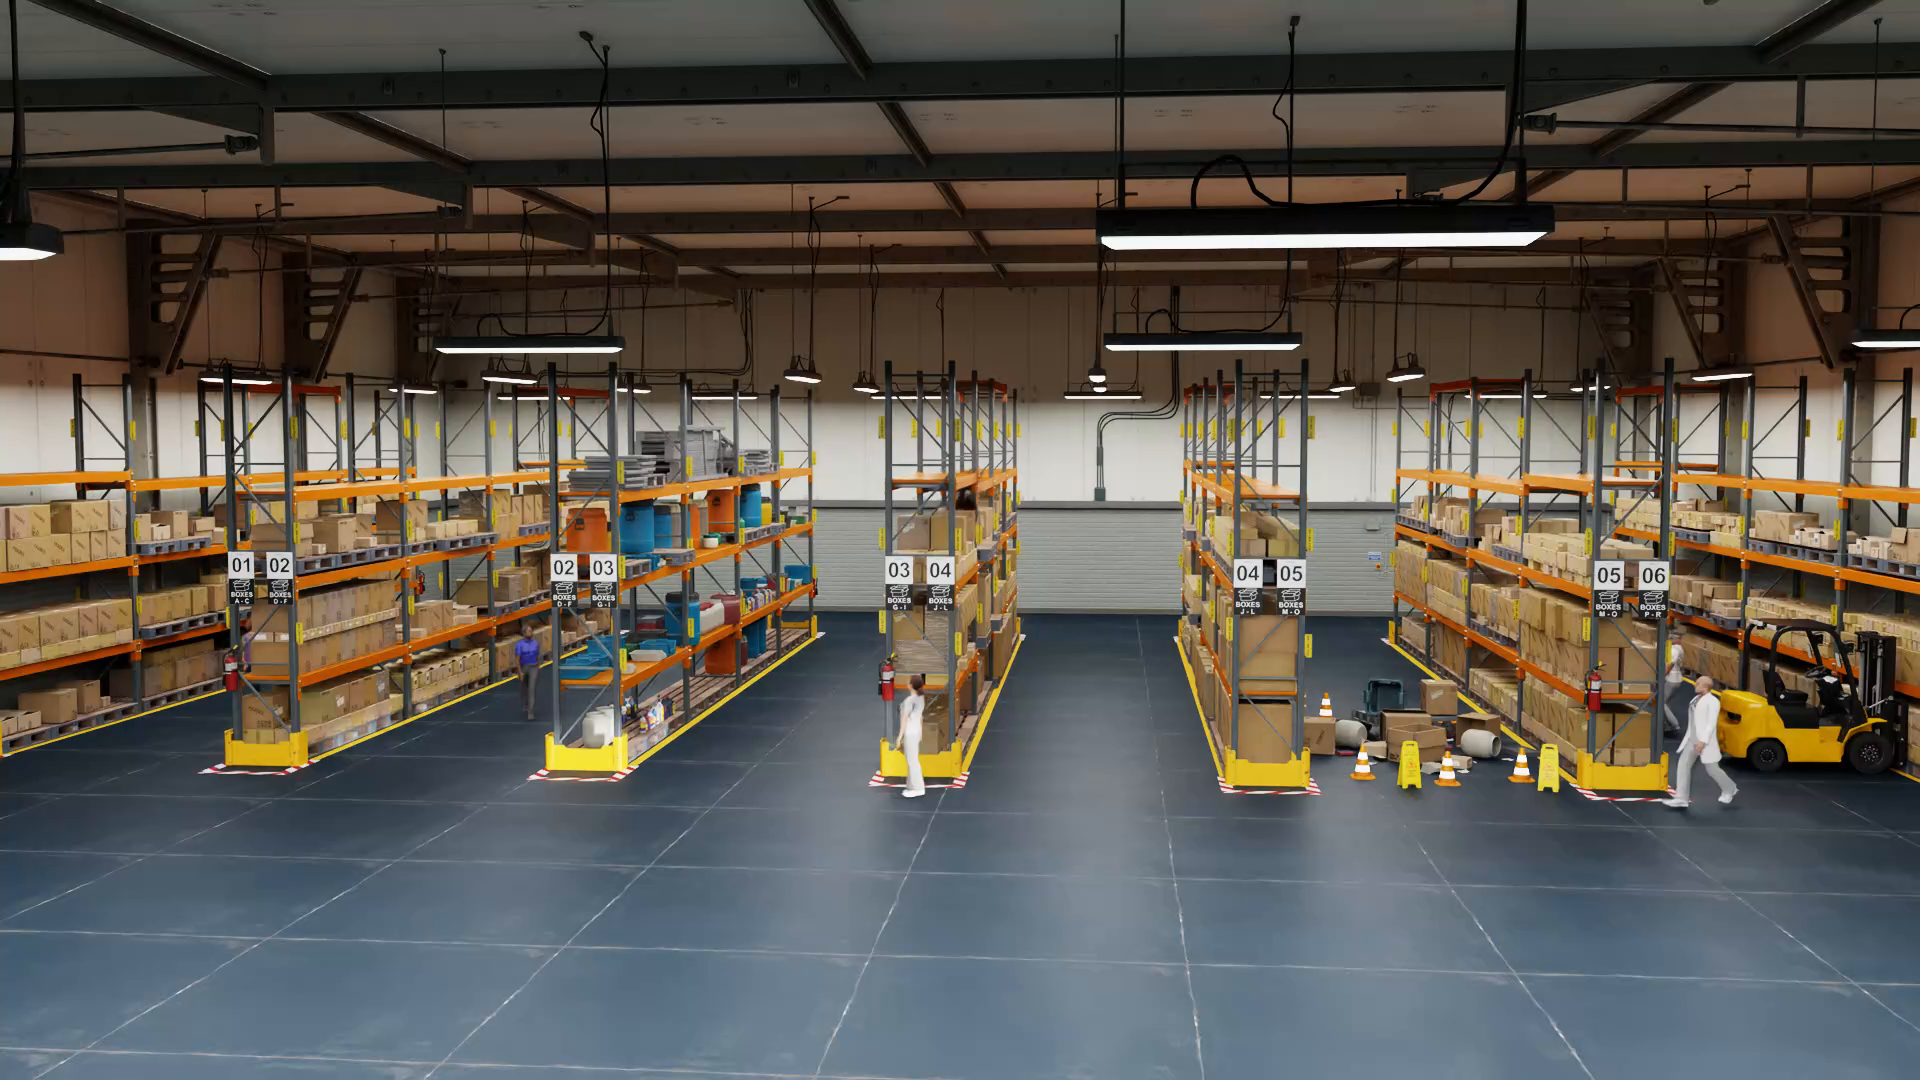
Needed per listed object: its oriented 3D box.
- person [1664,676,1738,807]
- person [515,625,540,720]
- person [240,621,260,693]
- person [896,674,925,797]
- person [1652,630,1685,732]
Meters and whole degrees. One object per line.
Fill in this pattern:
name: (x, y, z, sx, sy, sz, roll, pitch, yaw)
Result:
person: (9.862, 2.671, 22.049, 1.079, 1.747, 0.531, -2, 4, -26)
person: (-7.521, 2.281, 28.979, 0.414, 1.599, 0.878, 0, 4, -5)
person: (-12.818, 2.231, 30.186, 0.393, 1.548, 0.779, 0, 4, -6)
person: (-0.655, 2.670, 22.724, 0.374, 1.676, 0.539, 1, 4, 14)
person: (11.657, 2.337, 27.440, 0.651, 1.724, 0.625, -3, 5, -42)
